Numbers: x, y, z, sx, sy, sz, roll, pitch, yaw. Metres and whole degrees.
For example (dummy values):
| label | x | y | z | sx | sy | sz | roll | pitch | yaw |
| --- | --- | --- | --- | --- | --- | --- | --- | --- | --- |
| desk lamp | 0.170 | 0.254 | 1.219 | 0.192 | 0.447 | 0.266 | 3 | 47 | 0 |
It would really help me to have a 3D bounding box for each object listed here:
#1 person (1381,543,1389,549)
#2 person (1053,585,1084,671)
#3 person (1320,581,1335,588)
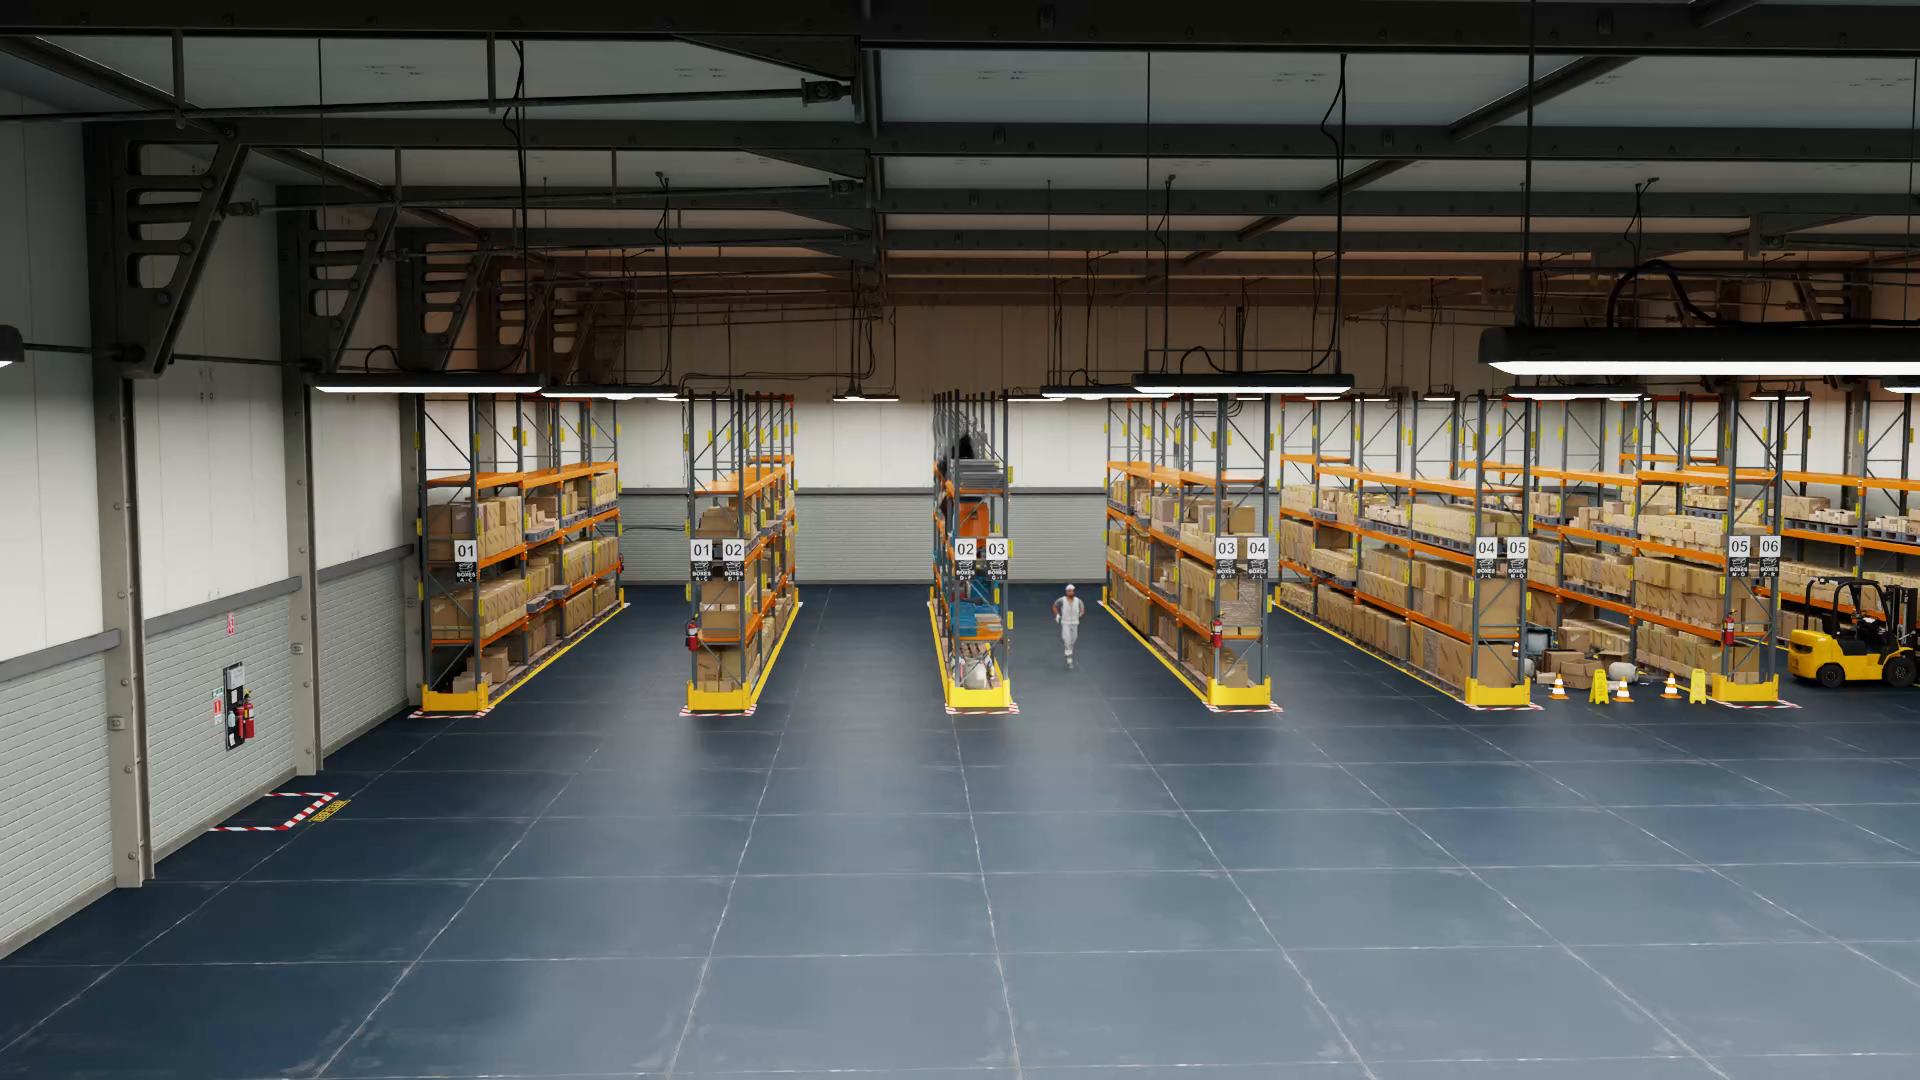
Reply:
| label | x | y | z | sx | sy | sz | roll | pitch | yaw |
| --- | --- | --- | --- | --- | --- | --- | --- | --- | --- |
| person | 12.626 | 0.919 | 49.131 | 0.848 | 1.648 | 0.615 | 0 | 5 | 1 |
| person | 2.386 | 1.866 | 36.131 | 0.651 | 1.805 | 0.983 | -1 | 5 | -11 |
| person | 10.770 | 0.912 | 48.383 | 0.604 | 1.782 | 0.697 | 4 | 6 | 40 |
